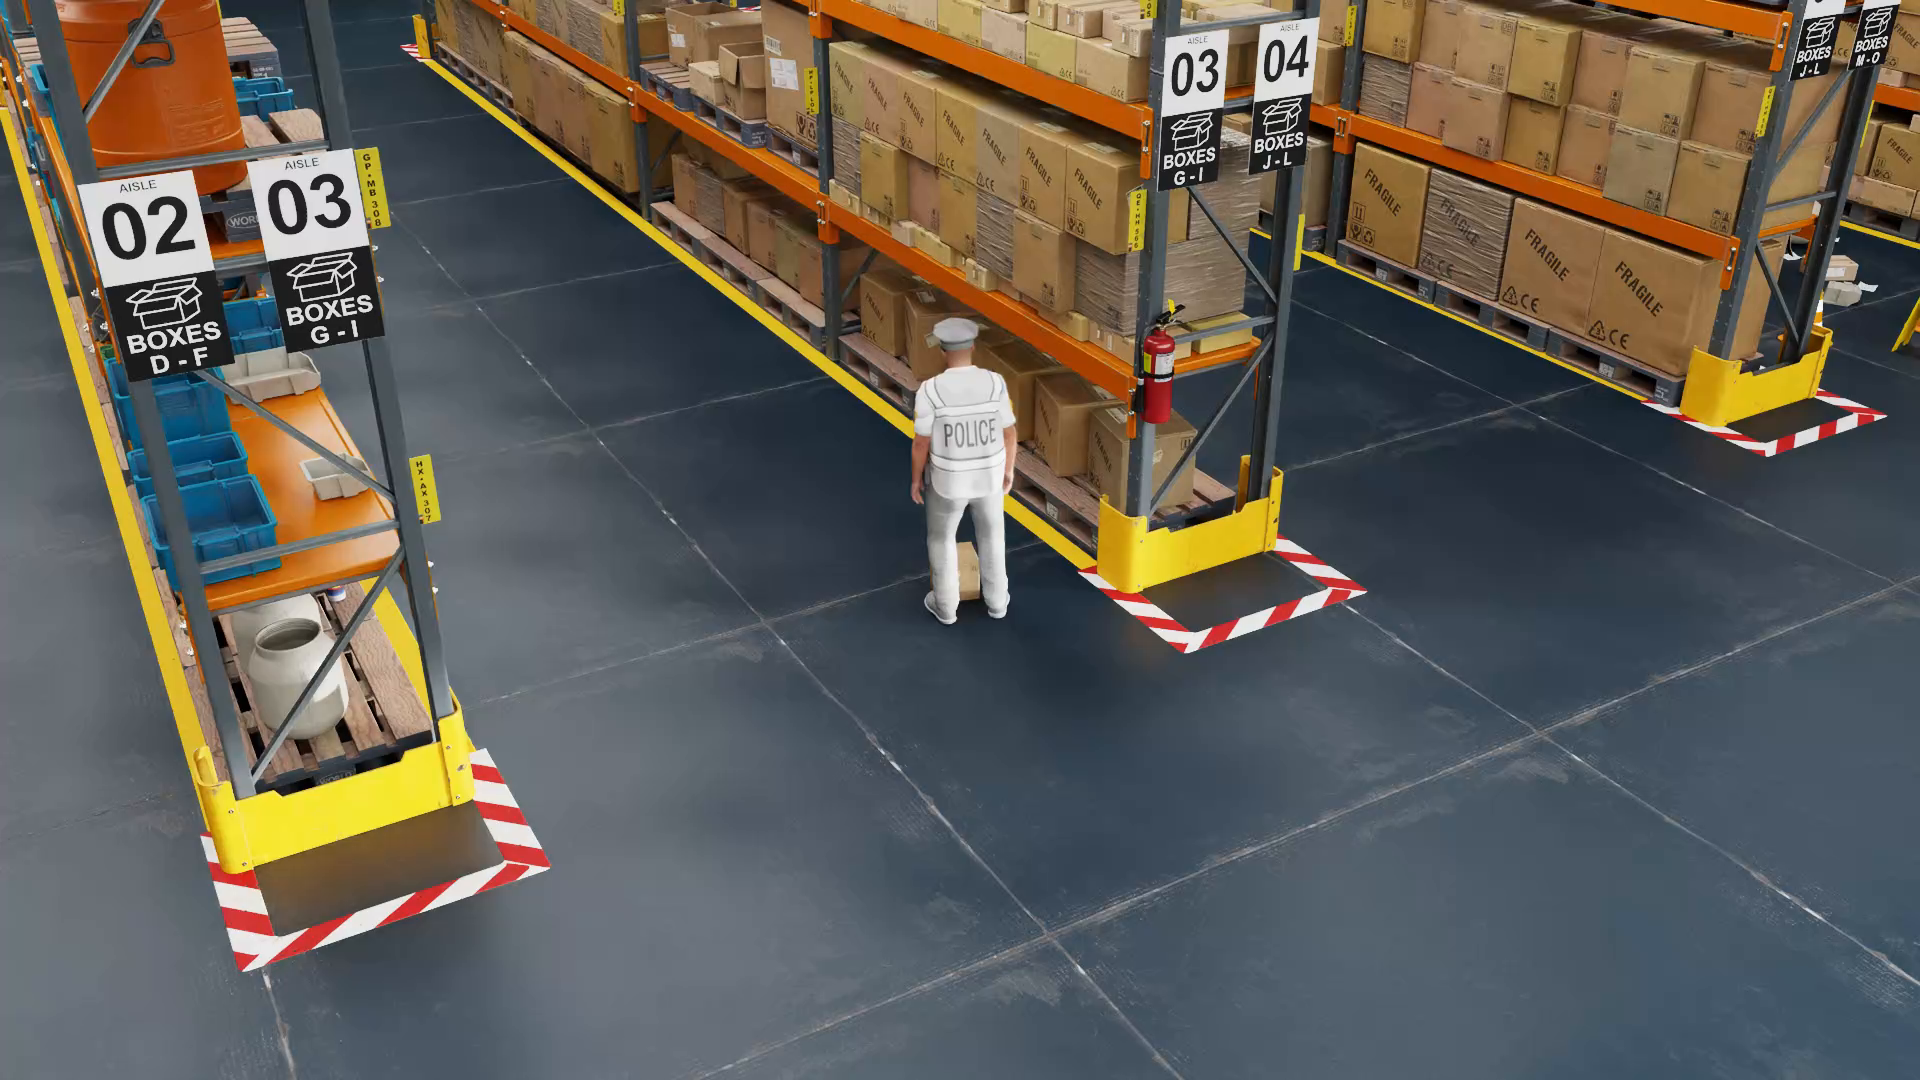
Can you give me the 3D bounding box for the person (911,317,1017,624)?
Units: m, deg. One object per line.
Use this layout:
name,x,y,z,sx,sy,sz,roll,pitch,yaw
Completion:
person,0.024,-0.341,9.176,0.593,1.748,0.435,-6,29,-11
